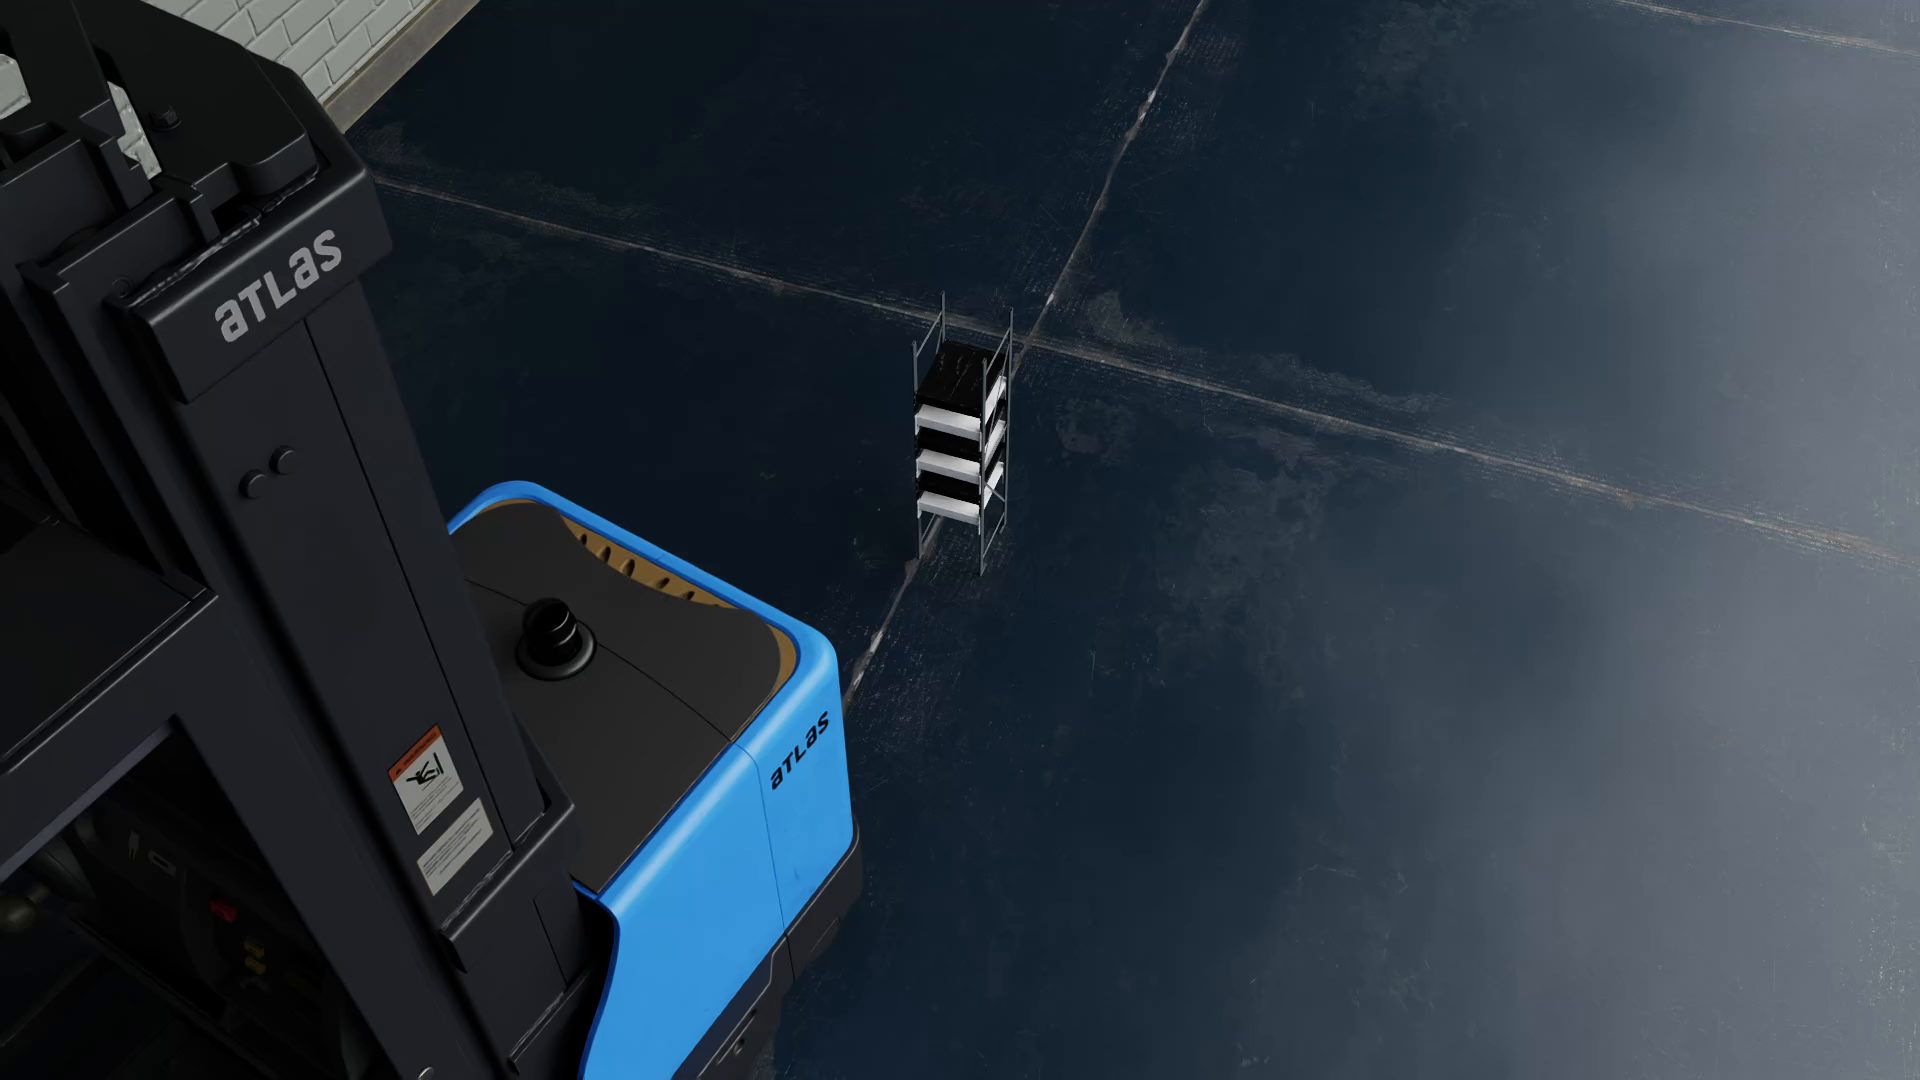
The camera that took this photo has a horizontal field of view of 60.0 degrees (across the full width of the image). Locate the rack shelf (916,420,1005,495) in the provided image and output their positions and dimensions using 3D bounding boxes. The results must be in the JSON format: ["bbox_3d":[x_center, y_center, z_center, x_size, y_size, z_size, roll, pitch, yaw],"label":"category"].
[{"bbox_3d":[0.008,-0.271,4.933,0.200,0.077,0.258,16,51,13],"label":"rack shelf"}]

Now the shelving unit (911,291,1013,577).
[{"bbox_3d":[0.008,-0.293,4.908,0.210,0.900,0.258,16,51,13],"label":"shelving unit"}]

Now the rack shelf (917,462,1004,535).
[{"bbox_3d":[0.008,-0.153,5.069,0.200,0.077,0.258,16,51,13],"label":"rack shelf"}]

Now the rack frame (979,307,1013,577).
[{"bbox_3d":[0.103,-0.266,4.885,0.006,0.900,0.240,16,51,13],"label":"rack frame"}]

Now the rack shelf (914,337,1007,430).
[{"bbox_3d":[0.008,-0.448,4.729,0.200,0.077,0.258,16,51,13],"label":"rack shelf"}]

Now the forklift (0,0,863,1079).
[{"bbox_3d":[-1.470,0.711,2.694,1.130,2.935,3.031,26,54,21],"label":"forklift"}]

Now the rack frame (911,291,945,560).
[{"bbox_3d":[-0.088,-0.319,4.931,0.006,0.900,0.240,16,51,13],"label":"rack frame"}]

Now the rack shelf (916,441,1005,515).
[{"bbox_3d":[0.008,-0.212,5.001,0.200,0.077,0.258,16,51,13],"label":"rack shelf"}]

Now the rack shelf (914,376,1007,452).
[{"bbox_3d":[0.008,-0.389,4.797,0.200,0.077,0.258,16,51,13],"label":"rack shelf"}]

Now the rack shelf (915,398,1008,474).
[{"bbox_3d":[0.008,-0.330,4.865,0.200,0.077,0.258,16,51,13],"label":"rack shelf"}]
